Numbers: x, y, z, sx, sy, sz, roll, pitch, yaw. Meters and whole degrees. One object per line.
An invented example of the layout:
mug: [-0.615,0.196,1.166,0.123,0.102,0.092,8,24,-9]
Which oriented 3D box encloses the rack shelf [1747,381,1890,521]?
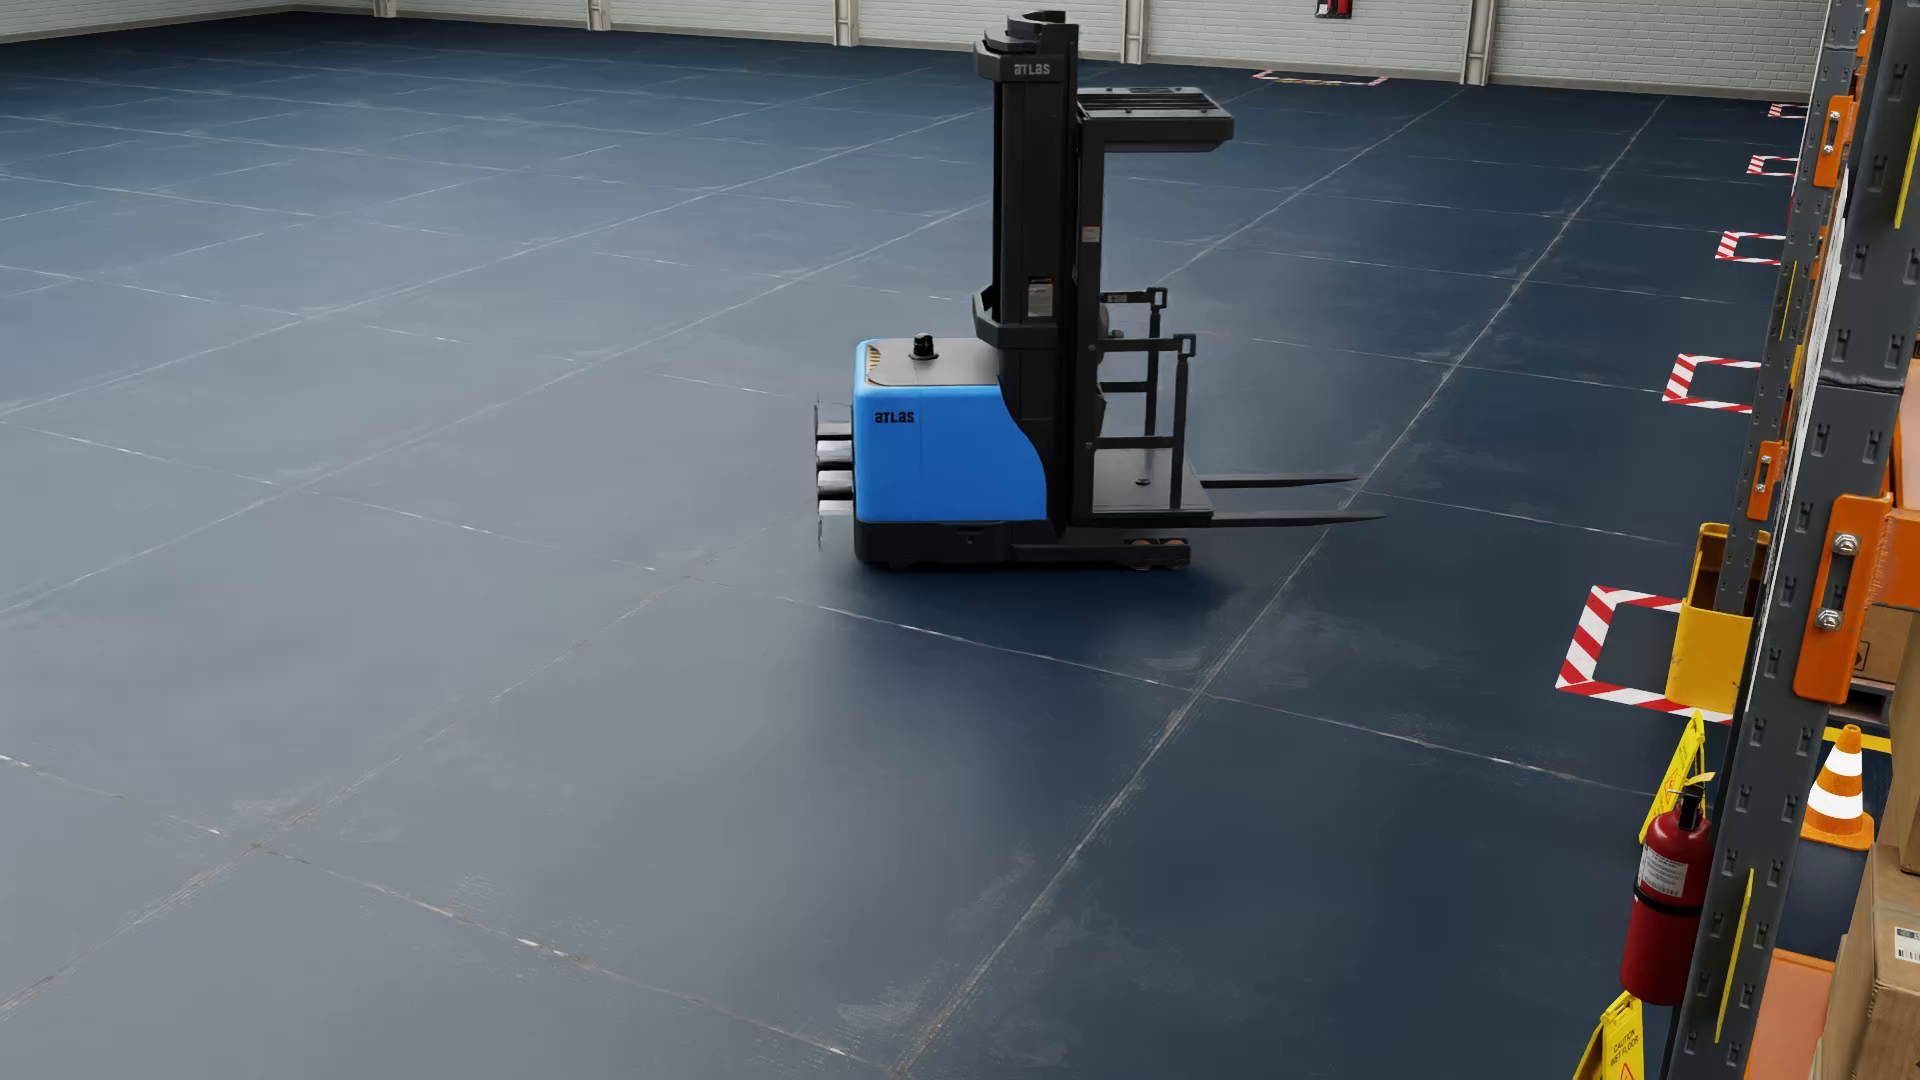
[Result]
rack shelf: [5.583,-0.096,7.062,4.000,0.370,1.077,11,25,25]

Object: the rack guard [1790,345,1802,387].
rack guard: [6.194,-1.331,12.240,0.348,0.500,1.175,11,25,25]

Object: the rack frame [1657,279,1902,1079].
rack frame: [1.655,0.967,3.644,0.127,3.000,1.000,11,25,25]

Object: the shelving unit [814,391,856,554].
shelving unit: [-0.710,-0.385,9.504,0.210,0.900,0.258,-1,23,-2]

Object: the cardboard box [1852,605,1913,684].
cardboard box: [4.433,0.101,7.858,0.875,0.875,0.875,11,26,25]

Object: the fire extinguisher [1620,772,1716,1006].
fire extinguisher: [1.761,0.821,4.085,0.183,0.674,0.296,11,25,25]

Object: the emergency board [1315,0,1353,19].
emergency board: [6.304,-9.372,27.955,0.643,1.169,0.194,11,25,25]

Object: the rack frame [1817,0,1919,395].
rack frame: [1.655,-1.794,2.470,0.127,3.000,1.000,11,25,25]

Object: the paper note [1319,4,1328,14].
paper note: [6.177,-9.022,28.257,0.142,0.148,0.016,11,25,25]

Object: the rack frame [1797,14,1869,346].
rack frame: [6.126,-2.494,11.783,0.127,3.000,1.000,11,25,25]

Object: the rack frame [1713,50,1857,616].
rack frame: [3.798,-0.780,7.751,0.127,3.000,1.000,11,25,25]

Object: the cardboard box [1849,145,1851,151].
cardboard box: [11.211,-4.890,20.392,0.500,0.250,0.500,11,25,25]

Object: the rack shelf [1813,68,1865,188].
rack shelf: [5.583,-1.476,6.475,4.000,0.370,1.077,11,25,25]

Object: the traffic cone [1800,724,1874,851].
traffic cone: [3.632,0.977,6.861,0.334,0.463,0.336,11,25,25]

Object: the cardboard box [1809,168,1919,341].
cardboard box: [4.112,-1.267,7.325,0.550,0.550,0.875,11,25,25]

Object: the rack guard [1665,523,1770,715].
rack guard: [3.777,0.366,8.250,0.348,0.500,1.175,11,25,25]

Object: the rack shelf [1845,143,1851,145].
rack shelf: [10.146,-3.540,15.161,4.000,0.370,1.077,11,25,25]

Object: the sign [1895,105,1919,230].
sign: [1.410,-0.626,2.440,0.005,0.325,0.100,11,25,25]

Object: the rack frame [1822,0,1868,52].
rack frame: [3.798,-3.541,6.577,0.127,3.000,1.000,11,25,25]

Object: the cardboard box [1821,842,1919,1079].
cardboard box: [1.953,0.964,3.142,0.500,0.500,0.500,11,25,24]

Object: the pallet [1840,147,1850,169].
pallet: [11.301,-4.550,20.179,1.213,0.211,1.003,11,25,25]

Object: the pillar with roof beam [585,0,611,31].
pillar with roof beam: [-9.514,-13.358,29.662,0.400,9.000,9.100,11,25,25]

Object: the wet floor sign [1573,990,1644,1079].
wet floor sign: [1.968,1.643,5.062,0.267,0.644,0.232,-20,30,-39]

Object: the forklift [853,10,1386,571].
forklift: [0.910,-1.384,9.260,3.031,2.935,1.130,-1,23,-2]

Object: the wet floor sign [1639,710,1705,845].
wet floor sign: [2.879,0.990,6.598,0.232,0.644,0.267,7,24,15]

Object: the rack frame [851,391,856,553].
rack frame: [-0.608,-0.386,9.508,0.006,0.900,0.240,-1,23,-2]

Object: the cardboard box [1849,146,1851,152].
cardboard box: [10.978,-4.709,19.967,0.500,0.250,0.500,11,25,25]

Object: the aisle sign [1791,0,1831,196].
aisle sign: [3.600,-1.884,7.026,0.004,0.787,0.394,11,25,25]

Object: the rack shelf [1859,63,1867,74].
rack shelf: [12.384,-5.269,19.227,4.000,0.370,1.077,11,25,25]

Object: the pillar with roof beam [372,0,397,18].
pillar with roof beam: [-14.869,-14.417,32.153,0.400,9.000,9.100,11,25,25]

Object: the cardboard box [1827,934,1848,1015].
cardboard box: [2.085,1.074,3.714,0.250,0.149,0.380,12,26,26]

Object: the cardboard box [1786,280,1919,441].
cardboard box: [4.150,-0.799,7.605,0.550,0.550,0.875,11,25,25]

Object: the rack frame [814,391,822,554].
rack frame: [-0.811,-0.383,9.500,0.006,0.900,0.240,-1,23,-2]

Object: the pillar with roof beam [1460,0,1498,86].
pillar with roof beam: [6.549,-10.179,22.188,0.400,9.000,9.100,11,25,25]

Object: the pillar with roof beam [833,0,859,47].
pillar with roof beam: [-4.160,-12.298,27.170,0.400,9.000,9.100,11,25,25]

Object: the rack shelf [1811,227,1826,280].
rack shelf: [7.911,-1.810,11.093,4.000,0.370,1.077,11,25,25]

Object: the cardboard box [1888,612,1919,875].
cardboard box: [2.209,0.338,3.338,0.500,0.500,0.700,11,25,23]

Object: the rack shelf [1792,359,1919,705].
rack shelf: [3.440,0.271,2.367,4.000,0.370,1.077,11,25,25]

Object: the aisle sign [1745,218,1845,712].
aisle sign: [1.460,-0.132,2.906,0.004,0.787,0.394,11,25,25]

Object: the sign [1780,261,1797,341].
sign: [3.543,-1.022,7.113,0.005,0.325,0.100,11,25,25]

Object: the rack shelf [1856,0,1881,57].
rack shelf: [7.911,-3.191,10.506,4.000,0.370,1.077,11,25,25]

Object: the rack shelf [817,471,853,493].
rack shelf: [-0.710,-0.354,9.517,0.200,0.077,0.258,-1,23,-2]

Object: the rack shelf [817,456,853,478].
rack shelf: [-0.710,-0.437,9.482,0.200,0.077,0.258,-1,23,-2]

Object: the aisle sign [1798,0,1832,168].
aisle sign: [3.870,-2.094,7.518,0.004,0.787,0.394,11,25,25]

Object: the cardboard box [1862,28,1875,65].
cardboard box: [11.010,-5.913,19.693,0.500,0.500,0.700,11,25,25]

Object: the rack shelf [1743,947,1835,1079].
rack shelf: [3.440,1.651,2.954,4.000,0.370,1.077,11,25,25]

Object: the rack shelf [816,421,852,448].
rack shelf: [-0.710,-0.602,9.412,0.200,0.077,0.258,-1,23,-2]

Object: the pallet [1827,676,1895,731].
pallet: [4.547,0.617,8.029,1.213,0.211,1.003,11,25,25]

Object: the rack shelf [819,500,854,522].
rack shelf: [-0.710,-0.188,9.588,0.200,0.077,0.258,-1,23,-2]

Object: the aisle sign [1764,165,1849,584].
aisle sign: [1.731,-0.342,3.399,0.004,0.787,0.394,11,25,25]

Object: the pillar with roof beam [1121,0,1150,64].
pillar with roof beam: [1.195,-11.239,24.679,0.400,9.000,9.100,11,25,25]

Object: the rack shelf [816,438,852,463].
rack shelf: [-0.710,-0.519,9.447,0.200,0.077,0.258,-1,23,-2]

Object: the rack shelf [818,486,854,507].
rack shelf: [-0.710,-0.271,9.553,0.200,0.077,0.258,-1,23,-2]

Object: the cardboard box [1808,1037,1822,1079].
cardboard box: [1.865,1.215,3.382,0.250,0.149,0.380,11,26,25]

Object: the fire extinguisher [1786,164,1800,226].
fire extinguisher: [6.232,-2.640,12.224,0.183,0.674,0.296,11,25,25]

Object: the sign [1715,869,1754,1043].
sign: [1.410,0.758,3.029,0.005,0.325,0.100,11,25,25]

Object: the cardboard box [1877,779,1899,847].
cardboard box: [2.264,0.783,3.567,0.500,0.500,0.500,11,25,24]
